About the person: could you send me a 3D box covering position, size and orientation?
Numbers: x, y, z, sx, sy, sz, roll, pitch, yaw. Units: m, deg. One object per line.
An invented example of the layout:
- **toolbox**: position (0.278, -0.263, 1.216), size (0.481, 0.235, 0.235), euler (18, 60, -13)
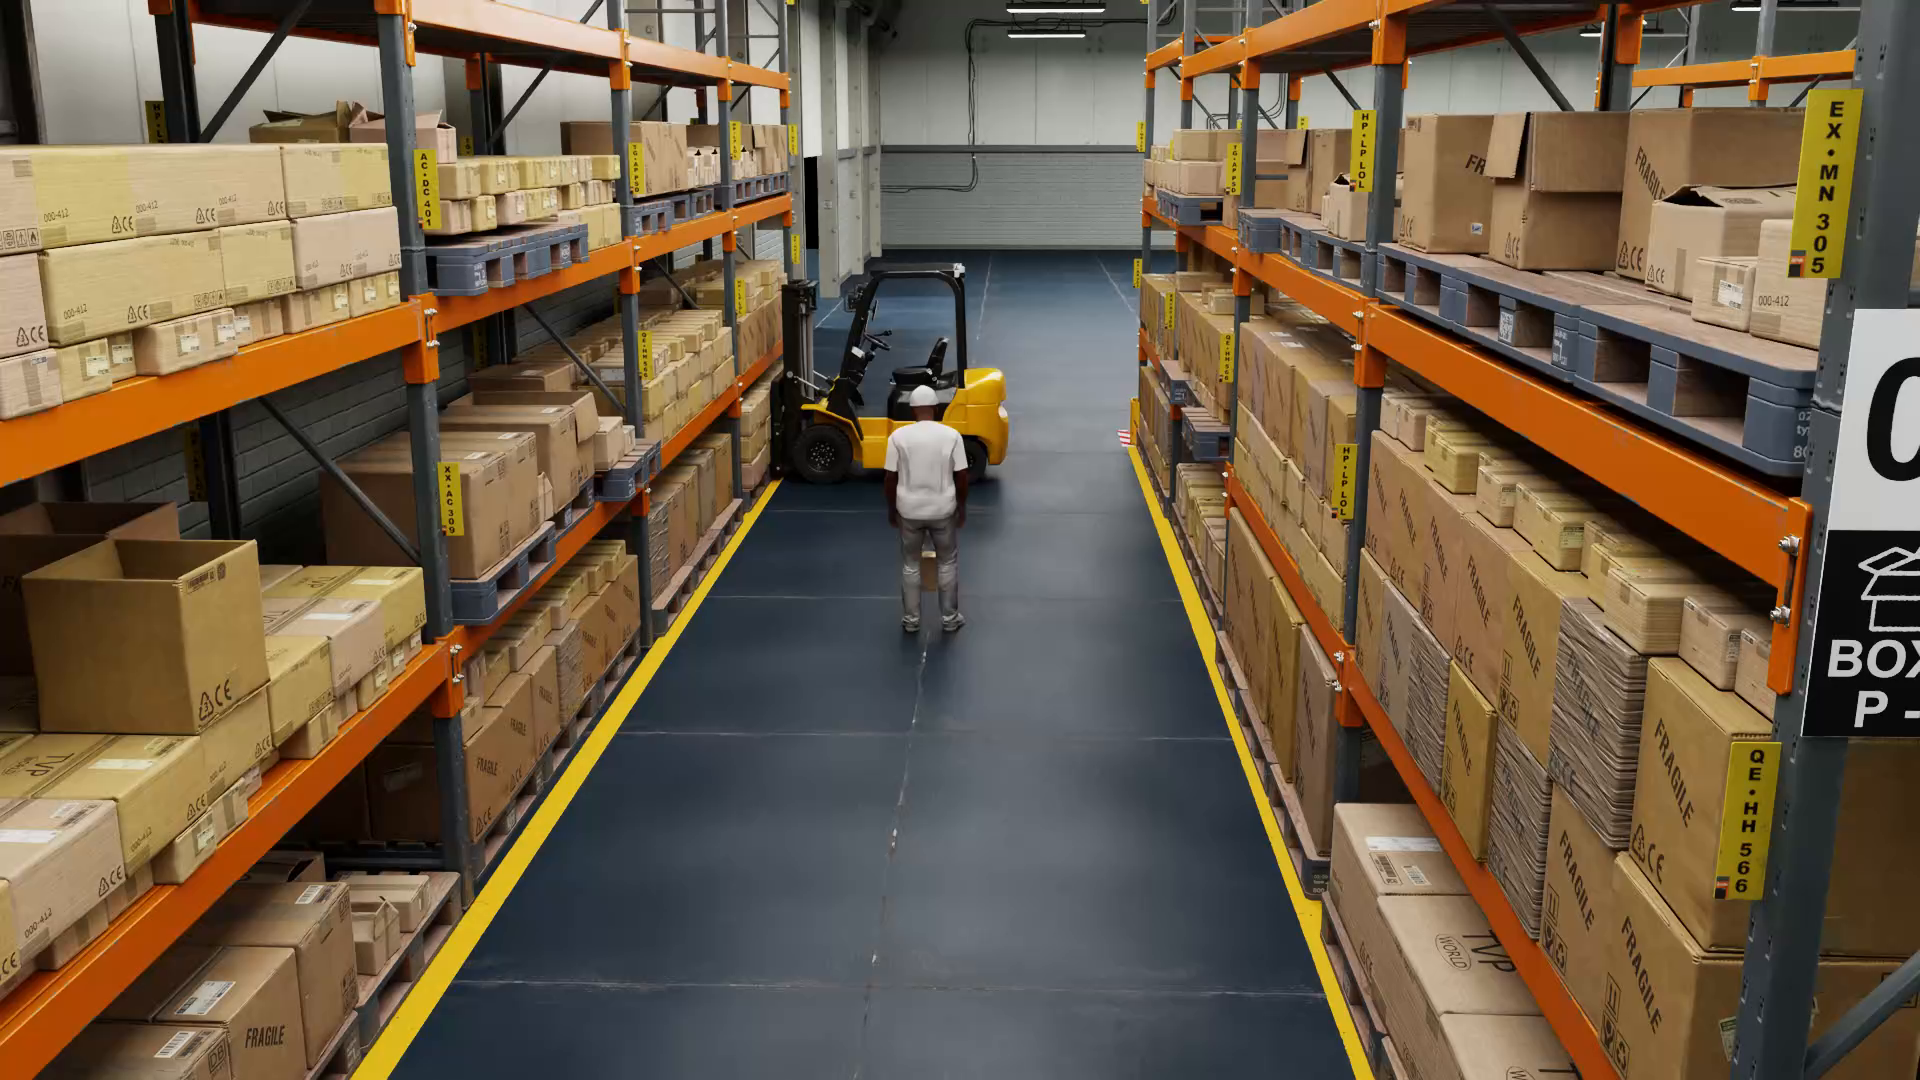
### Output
- **person**: position (-0.238, -0.217, 11.839), size (0.598, 1.763, 0.439), euler (0, 14, 0)
